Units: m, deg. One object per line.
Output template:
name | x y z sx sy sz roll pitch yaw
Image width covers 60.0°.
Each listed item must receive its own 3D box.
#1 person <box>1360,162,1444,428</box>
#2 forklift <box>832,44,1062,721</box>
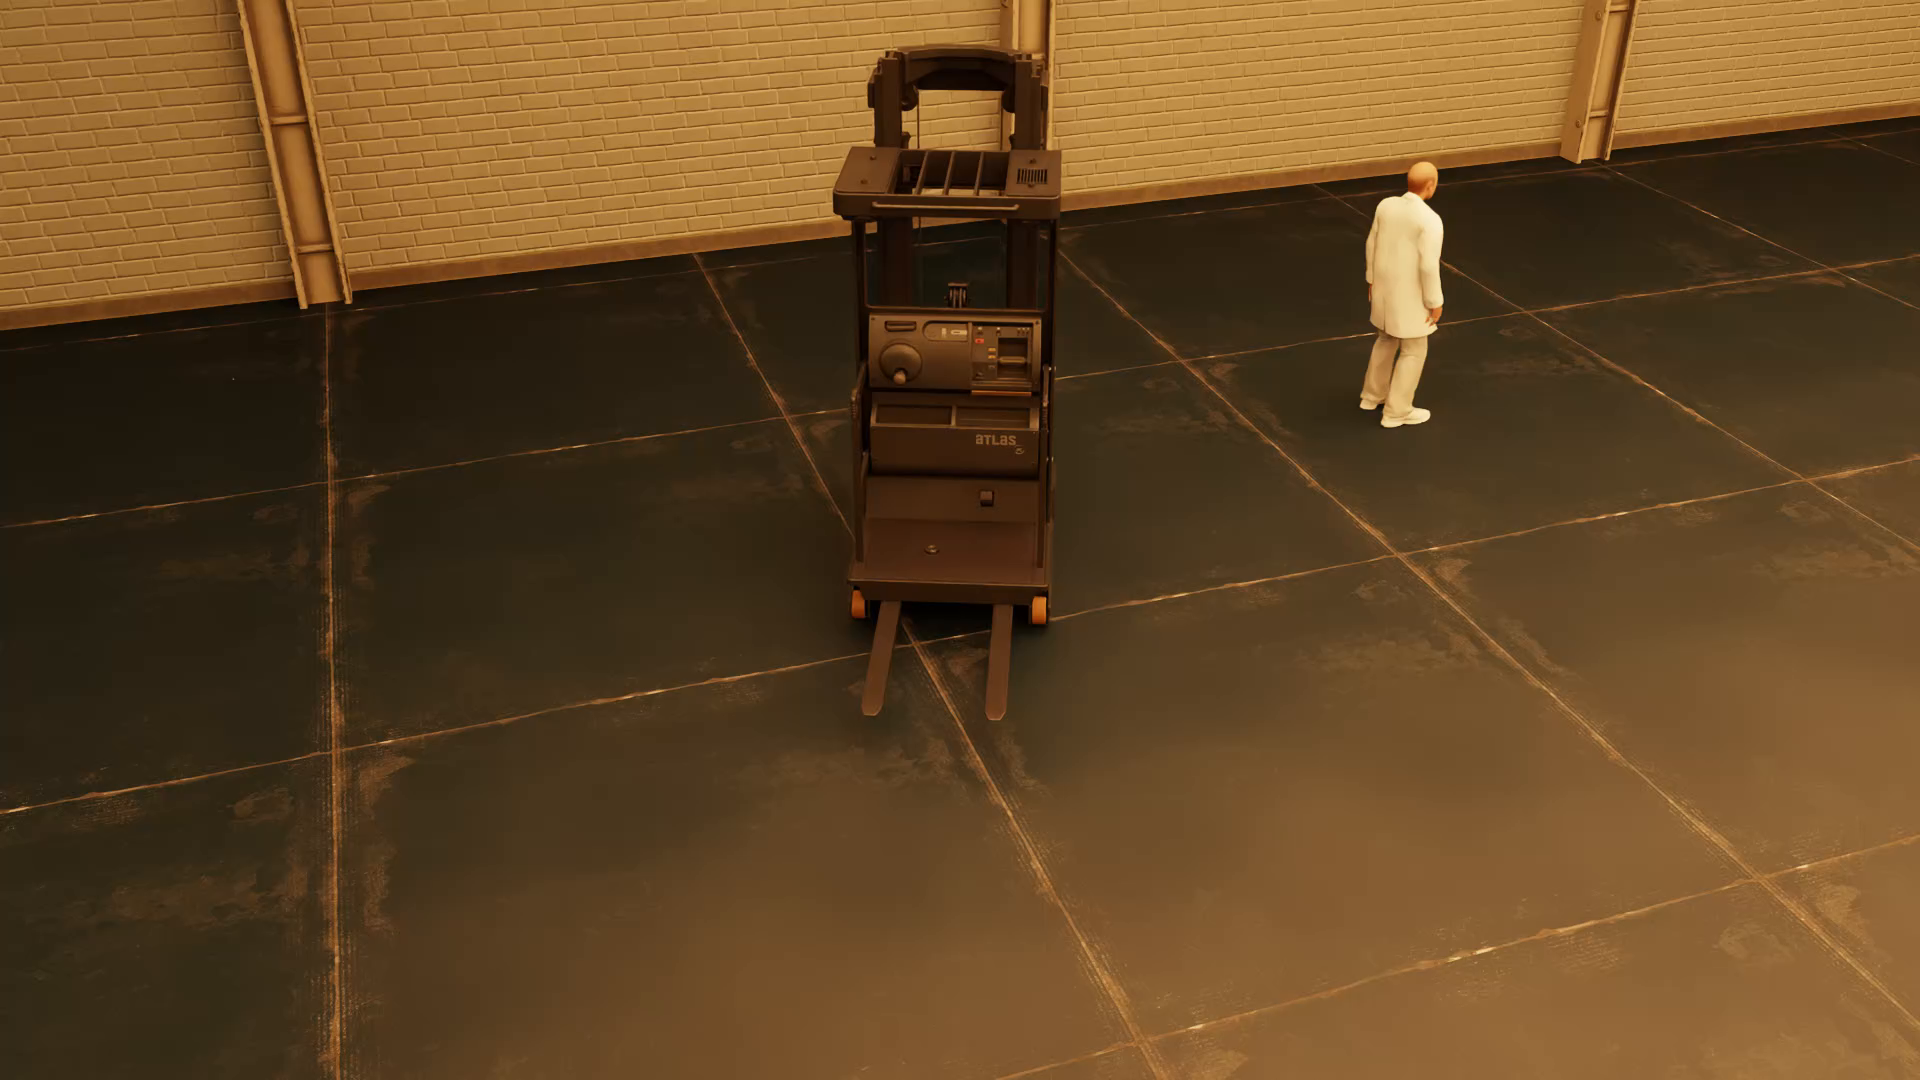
person | 2.984 -1.647 11.119 0.455 1.778 0.649 -16 34 -26
forklift | -0.039 -0.967 8.767 1.130 2.935 3.031 2 30 3
